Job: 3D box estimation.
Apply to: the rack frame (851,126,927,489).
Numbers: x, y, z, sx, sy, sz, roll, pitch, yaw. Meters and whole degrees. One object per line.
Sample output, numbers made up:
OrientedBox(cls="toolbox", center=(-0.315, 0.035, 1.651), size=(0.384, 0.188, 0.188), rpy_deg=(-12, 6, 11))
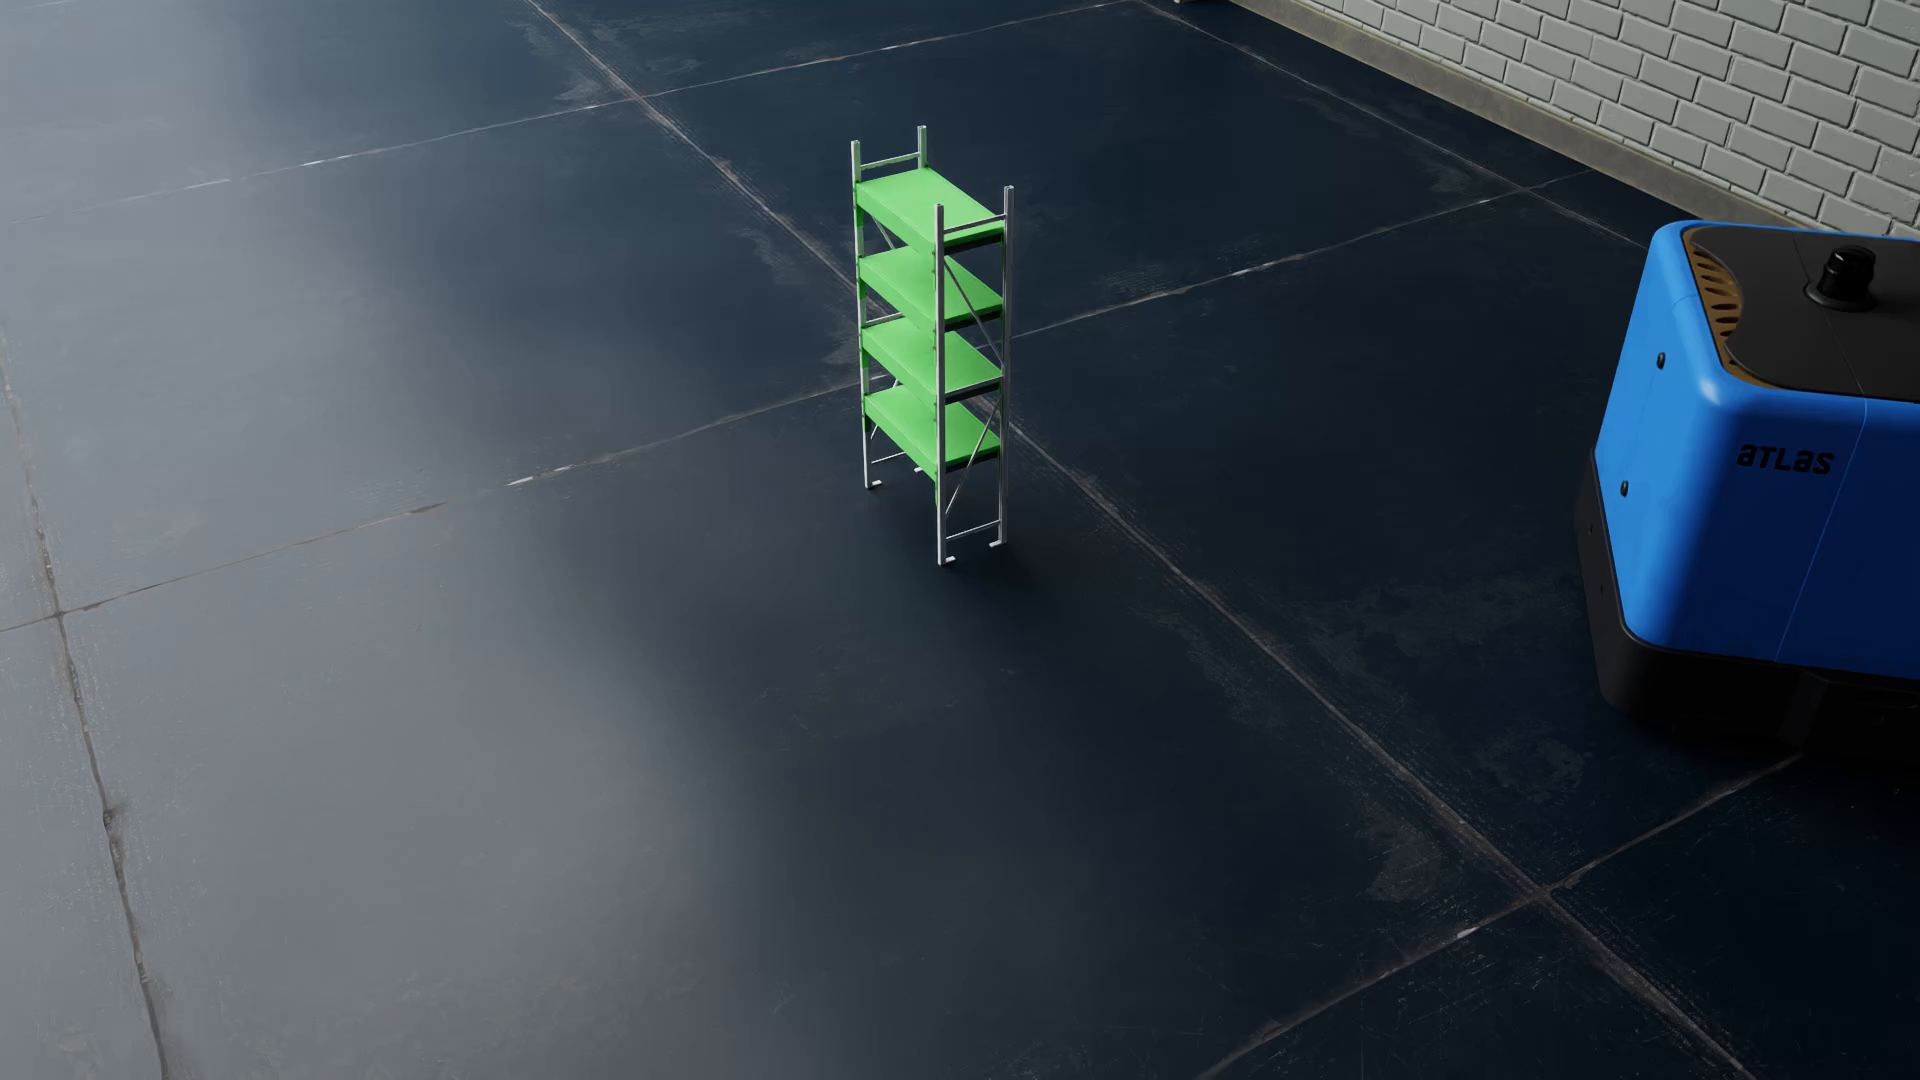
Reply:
OrientedBox(cls="rack frame", center=(-0.206, -0.693, 5.182), size=(0.240, 1.200, 0.015), rpy_deg=(-19, 40, -24))

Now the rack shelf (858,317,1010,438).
OrientedBox(cls="rack shelf", center=(-0.083, -0.517, 5.049), size=(0.258, 0.148, 0.480), rpy_deg=(-19, 40, -24))

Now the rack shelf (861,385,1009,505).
OrientedBox(cls="rack shelf", center=(-0.083, -0.324, 5.191), size=(0.258, 0.148, 0.480), rpy_deg=(-19, 40, -24))

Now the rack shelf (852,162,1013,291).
OrientedBox(cls="rack shelf", center=(-0.083, -0.905, 4.766), size=(0.258, 0.148, 0.480), rpy_deg=(-19, 40, -24))

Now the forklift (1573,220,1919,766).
OrientedBox(cls="forklift", center=(3.325, -0.773, 3.824), size=(3.031, 2.935, 1.130), rpy_deg=(7, 37, 10))

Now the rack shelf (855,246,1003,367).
OrientedBox(cls="rack shelf", center=(-0.083, -0.711, 4.908), size=(0.258, 0.148, 0.480), rpy_deg=(-19, 40, -24))

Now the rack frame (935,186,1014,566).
OrientedBox(cls="rack frame", center=(0.039, -0.445, 4.841), size=(0.240, 1.200, 0.015), rpy_deg=(-19, 40, -24))

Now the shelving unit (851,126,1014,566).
OrientedBox(cls="shelving unit", center=(-0.083, -0.569, 5.012), size=(0.258, 1.200, 0.503), rpy_deg=(-19, 40, -24))
